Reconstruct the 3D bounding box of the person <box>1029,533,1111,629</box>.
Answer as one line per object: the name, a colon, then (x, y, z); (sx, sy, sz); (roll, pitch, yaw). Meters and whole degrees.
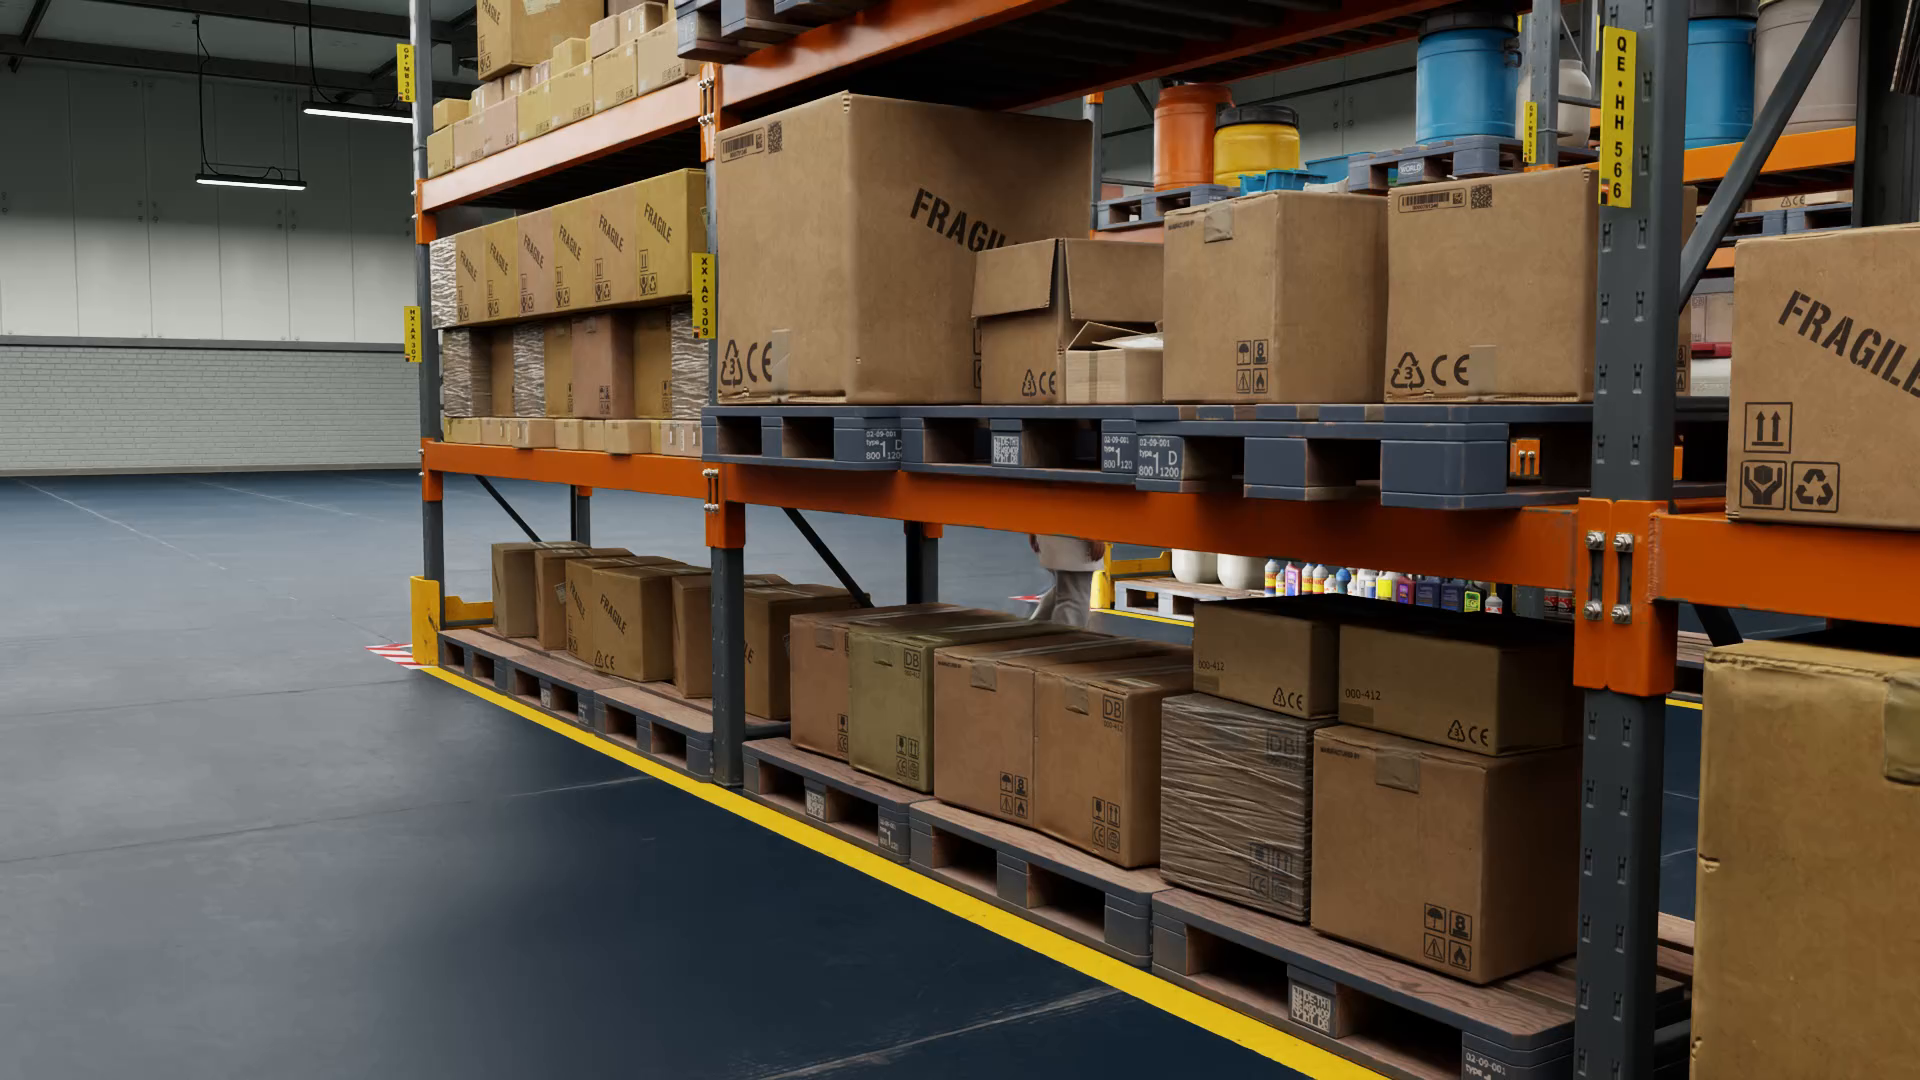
person: (0.551, -0.079, 8.544); (0.479, 1.776, 0.650); (-2, 5, -24)
